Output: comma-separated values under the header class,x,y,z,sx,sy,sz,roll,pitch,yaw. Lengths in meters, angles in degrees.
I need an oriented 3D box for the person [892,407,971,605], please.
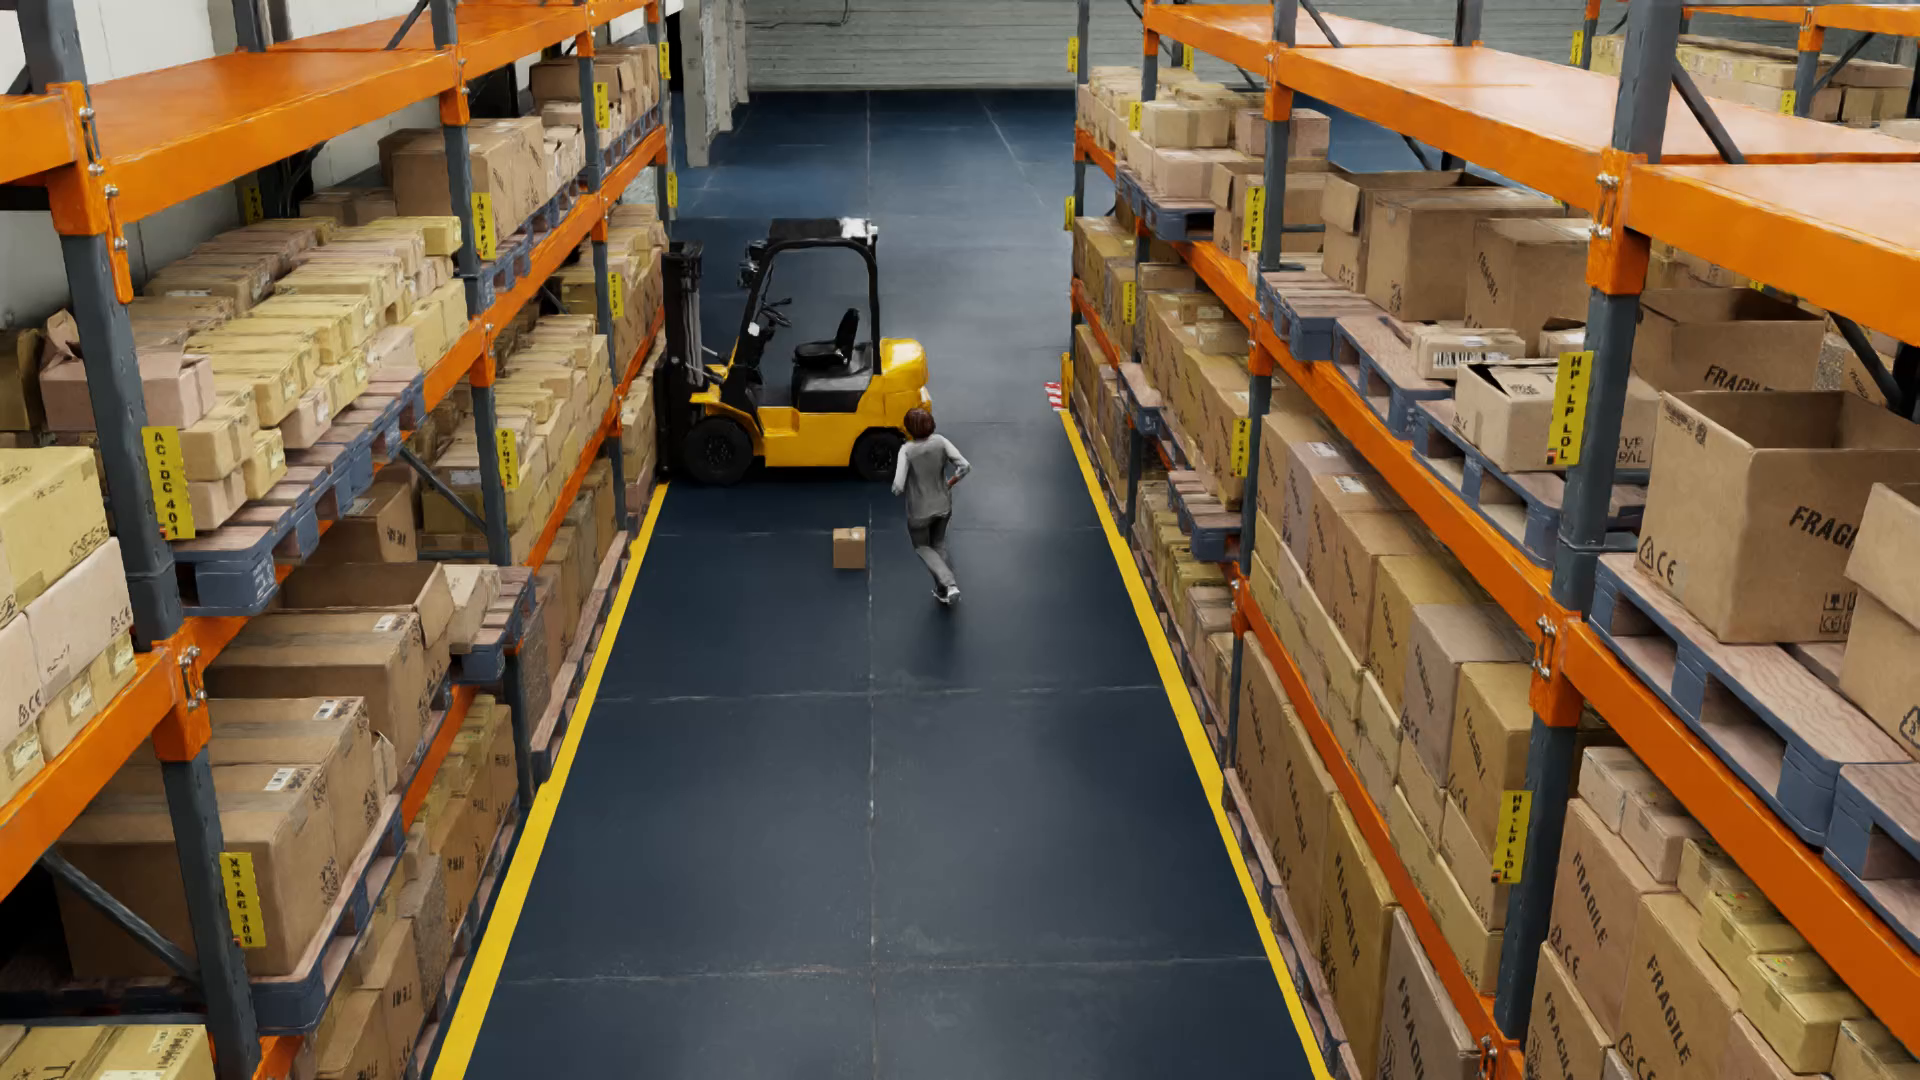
class,x,y,z,sx,sy,sz,roll,pitch,yaw
person,-0.237,-0.214,11.730,0.582,1.543,0.604,-9,23,-23
